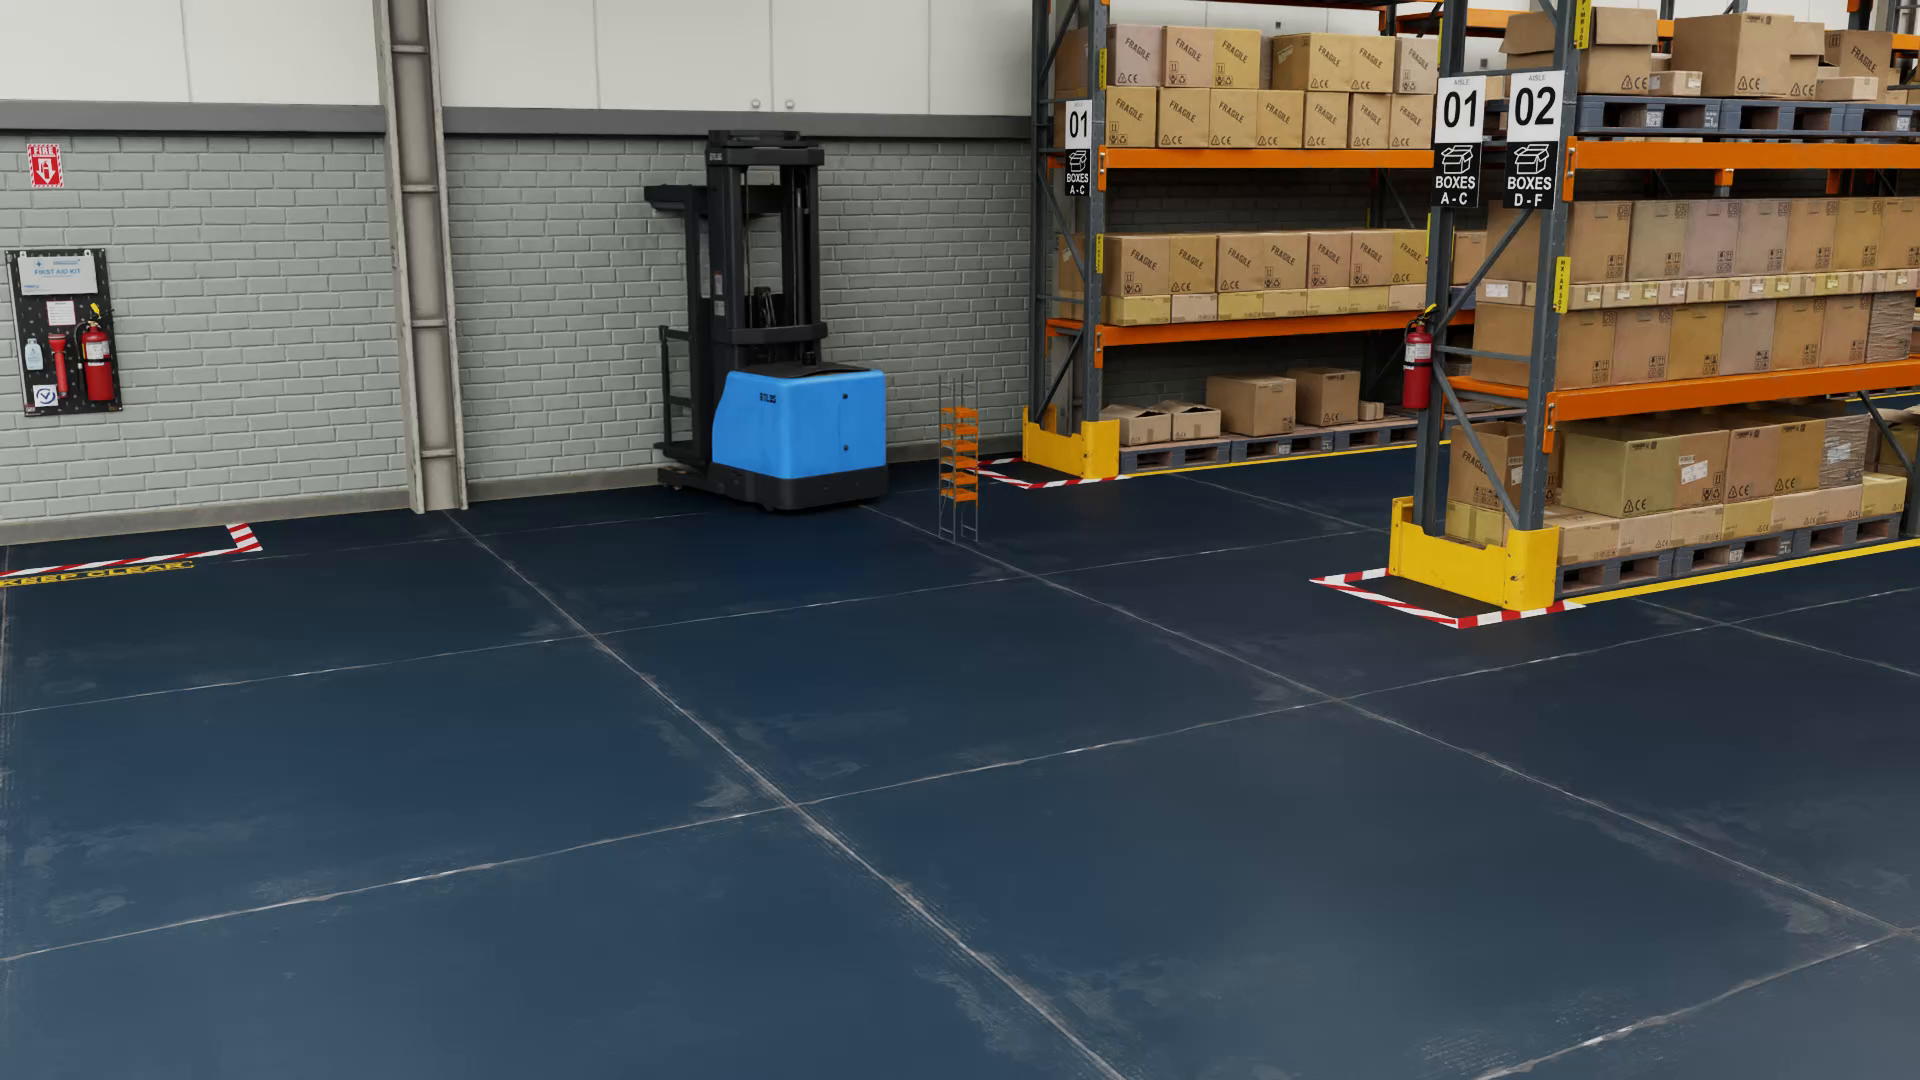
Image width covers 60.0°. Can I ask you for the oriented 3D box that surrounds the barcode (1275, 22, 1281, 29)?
[{"bbox_3d":[3.004,-4.857,15.699,0.075,0.075,0.001,-7,14,-28],"label":"barcode"}]

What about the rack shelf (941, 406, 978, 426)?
[{"bbox_3d":[-0.013,-0.892,11.901,0.180,0.103,0.258,-7,14,-28],"label":"rack shelf"}]

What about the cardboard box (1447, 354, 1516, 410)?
[{"bbox_3d":[5.497,-1.670,17.387,0.500,0.500,0.700,-7,15,-29],"label":"cardboard box"}]

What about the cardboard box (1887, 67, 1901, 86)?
[{"bbox_3d":[10.617,-5.397,19.488,0.500,0.250,0.500,-6,14,-24],"label":"cardboard box"}]

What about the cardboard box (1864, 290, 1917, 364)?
[{"bbox_3d":[6.420,-1.576,12.054,0.500,0.500,0.700,-7,15,-29],"label":"cardboard box"}]

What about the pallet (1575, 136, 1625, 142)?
[{"bbox_3d":[5.932,-4.056,16.894,1.003,0.211,1.213,-7,14,-28],"label":"pallet"}]

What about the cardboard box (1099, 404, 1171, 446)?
[{"bbox_3d":[1.569,-1.067,15.141,0.500,0.311,0.500,-9,15,-34],"label":"cardboard box"}]

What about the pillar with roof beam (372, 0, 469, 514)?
[{"bbox_3d":[-2.085,-3.815,8.566,0.400,9.000,9.100,-7,14,-28],"label":"pillar with roof beam"}]

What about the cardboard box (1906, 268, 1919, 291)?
[{"bbox_3d":[6.671,-1.871,11.885,0.250,0.149,0.380,-7,14,-28],"label":"cardboard box"}]

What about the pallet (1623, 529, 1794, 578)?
[{"bbox_3d":[5.016,-0.010,11.674,1.213,0.211,1.003,-7,14,-28],"label":"pallet"}]

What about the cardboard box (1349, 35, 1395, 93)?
[{"bbox_3d":[3.641,-4.375,15.333,0.500,0.500,0.500,-6,14,-25],"label":"cardboard box"}]

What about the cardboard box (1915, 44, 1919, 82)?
[{"bbox_3d":[7.367,-3.594,12.091,0.500,0.500,0.500,-7,14,-27],"label":"cardboard box"}]

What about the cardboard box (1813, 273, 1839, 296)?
[{"bbox_3d":[5.777,-1.764,11.411,0.250,0.149,0.380,-7,14,-28],"label":"cardboard box"}]

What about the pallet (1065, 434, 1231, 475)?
[{"bbox_3d":[1.716,-0.835,15.339,1.213,0.211,1.003,-7,14,-28],"label":"pallet"}]

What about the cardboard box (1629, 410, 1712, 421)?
[{"bbox_3d":[4.934,-0.658,11.800,0.500,0.500,0.500,-7,14,-28],"label":"cardboard box"}]

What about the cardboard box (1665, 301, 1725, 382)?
[{"bbox_3d":[4.609,-1.357,11.081,0.500,0.500,0.700,-7,14,-27],"label":"cardboard box"}]

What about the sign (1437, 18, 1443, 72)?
[{"bbox_3d":[3.048,-3.117,10.461,0.005,0.325,0.100,-7,14,-28],"label":"sign"}]

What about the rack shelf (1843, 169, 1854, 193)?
[{"bbox_3d":[8.562,-2.898,12.962,4.000,0.370,1.077,-7,14,-28],"label":"rack shelf"}]

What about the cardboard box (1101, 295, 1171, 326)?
[{"bbox_3d":[1.499,-2.036,14.619,0.500,0.250,0.500,-7,15,-29],"label":"cardboard box"}]

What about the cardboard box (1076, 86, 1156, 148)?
[{"bbox_3d":[1.332,-3.618,14.248,0.500,0.500,0.500,-6,14,-26],"label":"cardboard box"}]

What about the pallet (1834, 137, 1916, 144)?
[{"bbox_3d":[10.671,-4.635,19.479,1.217,0.209,0.805,-8,15,-30],"label":"pallet"}]

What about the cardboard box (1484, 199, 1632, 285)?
[{"bbox_3d":[3.758,-1.889,10.487,0.500,0.500,0.700,-7,14,-28],"label":"cardboard box"}]

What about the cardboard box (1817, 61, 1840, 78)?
[{"bbox_3d":[5.764,-3.210,11.635,0.500,0.311,0.500,-8,15,-31],"label":"cardboard box"}]

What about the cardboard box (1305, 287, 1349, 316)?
[{"bbox_3d":[3.284,-2.251,15.577,0.500,0.250,0.500,-7,14,-28],"label":"cardboard box"}]

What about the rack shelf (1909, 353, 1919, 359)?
[{"bbox_3d":[8.562,-1.435,13.292,4.000,0.370,1.077,-7,14,-28],"label":"rack shelf"}]

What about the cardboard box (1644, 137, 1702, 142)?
[{"bbox_3d":[7.438,-4.252,17.498,0.500,0.311,0.500,-7,14,-28],"label":"cardboard box"}]

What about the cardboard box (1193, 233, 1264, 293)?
[{"bbox_3d":[2.377,-2.507,15.005,0.500,0.500,0.500,-7,15,-30],"label":"cardboard box"}]

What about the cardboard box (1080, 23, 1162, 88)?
[{"bbox_3d":[1.373,-4.112,14.168,0.500,0.500,0.500,-8,15,-32],"label":"cardboard box"}]

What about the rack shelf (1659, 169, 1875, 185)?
[{"bbox_3d":[9.696,-4.273,19.072,4.000,0.370,1.077,-7,14,-28],"label":"rack shelf"}]

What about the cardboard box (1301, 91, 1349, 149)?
[{"bbox_3d":[3.187,-3.835,15.211,0.500,0.500,0.500,-7,15,-30],"label":"cardboard box"}]

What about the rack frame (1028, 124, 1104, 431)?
[{"bbox_3d":[0.919,-2.109,14.648,0.127,3.000,1.000,-7,14,-28],"label":"rack frame"}]

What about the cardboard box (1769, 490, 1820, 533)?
[{"bbox_3d":[5.629,-0.242,11.658,0.500,0.250,0.500,-7,14,-28],"label":"cardboard box"}]

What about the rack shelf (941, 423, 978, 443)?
[{"bbox_3d":[-0.013,-0.775,11.928,0.180,0.103,0.258,-7,14,-28],"label":"rack shelf"}]

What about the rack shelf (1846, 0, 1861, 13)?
[{"bbox_3d":[5.051,-3.746,10.807,4.000,0.370,1.077,-7,14,-28],"label":"rack shelf"}]

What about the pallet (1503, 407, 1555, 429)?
[{"bbox_3d":[6.185,-1.381,17.764,1.213,0.211,1.003,-7,14,-28],"label":"pallet"}]

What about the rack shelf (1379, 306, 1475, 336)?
[{"bbox_3d":[6.185,-2.389,17.532,4.000,0.370,1.077,-7,14,-28],"label":"rack shelf"}]

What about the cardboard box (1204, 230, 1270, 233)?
[{"bbox_3d":[2.571,-2.661,15.690,0.500,0.500,0.500,-7,14,-27],"label":"cardboard box"}]

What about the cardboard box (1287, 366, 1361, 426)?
[{"bbox_3d":[3.538,-1.408,16.225,0.500,0.500,0.500,-8,15,-32],"label":"cardboard box"}]

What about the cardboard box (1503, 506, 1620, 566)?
[{"bbox_3d":[3.873,-0.032,10.724,0.500,0.250,0.500,-7,14,-28],"label":"cardboard box"}]

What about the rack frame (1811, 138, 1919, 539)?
[{"bbox_3d":[6.807,-1.575,12.278,0.127,3.000,1.000,-7,14,-28],"label":"rack frame"}]

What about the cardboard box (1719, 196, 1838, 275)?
[{"bbox_3d":[5.537,-2.103,11.441,0.500,0.500,0.700,-7,14,-28],"label":"cardboard box"}]

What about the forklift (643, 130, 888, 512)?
[{"bbox_3d":[-1.915,-1.910,13.919,1.130,2.935,3.031,-11,16,-39],"label":"forklift"}]

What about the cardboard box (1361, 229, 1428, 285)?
[{"bbox_3d":[4.163,-2.723,15.964,0.500,0.500,0.500,-7,14,-28],"label":"cardboard box"}]

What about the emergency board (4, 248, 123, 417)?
[{"bbox_3d":[-6.335,-1.465,11.789,0.643,1.169,0.194,-7,14,-28],"label":"emergency board"}]

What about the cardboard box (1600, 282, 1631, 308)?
[{"bbox_3d":[3.974,-1.548,10.451,0.250,0.149,0.380,-7,15,-29],"label":"cardboard box"}]

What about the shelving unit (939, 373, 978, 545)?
[{"bbox_3d":[-0.013,-0.584,11.971,0.189,1.200,0.258,-7,14,-28],"label":"shelving unit"}]

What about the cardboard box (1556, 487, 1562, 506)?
[{"bbox_3d":[4.058,-0.186,11.412,0.500,0.250,0.500,-7,14,-28],"label":"cardboard box"}]

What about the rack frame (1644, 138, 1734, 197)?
[{"bbox_3d":[7.941,-2.951,18.388,0.127,3.000,1.000,-7,14,-28],"label":"rack frame"}]

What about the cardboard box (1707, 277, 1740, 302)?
[{"bbox_3d":[4.873,-1.656,10.929,0.250,0.149,0.380,-7,14,-29],"label":"cardboard box"}]

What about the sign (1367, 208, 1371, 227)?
[{"bbox_3d":[4.161,-3.201,16.865,0.005,0.325,0.100,-7,14,-28],"label":"sign"}]

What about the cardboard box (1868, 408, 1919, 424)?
[{"bbox_3d":[7.478,-0.866,13.155,0.500,0.311,0.500,-6,14,-26],"label":"cardboard box"}]

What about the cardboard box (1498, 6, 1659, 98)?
[{"bbox_3d":[3.802,-3.001,10.271,0.637,0.503,0.797,-6,14,-24],"label":"cardboard box"}]

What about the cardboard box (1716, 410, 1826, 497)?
[{"bbox_3d":[5.623,-0.610,11.587,0.500,0.500,0.500,-7,14,-28],"label":"cardboard box"}]
